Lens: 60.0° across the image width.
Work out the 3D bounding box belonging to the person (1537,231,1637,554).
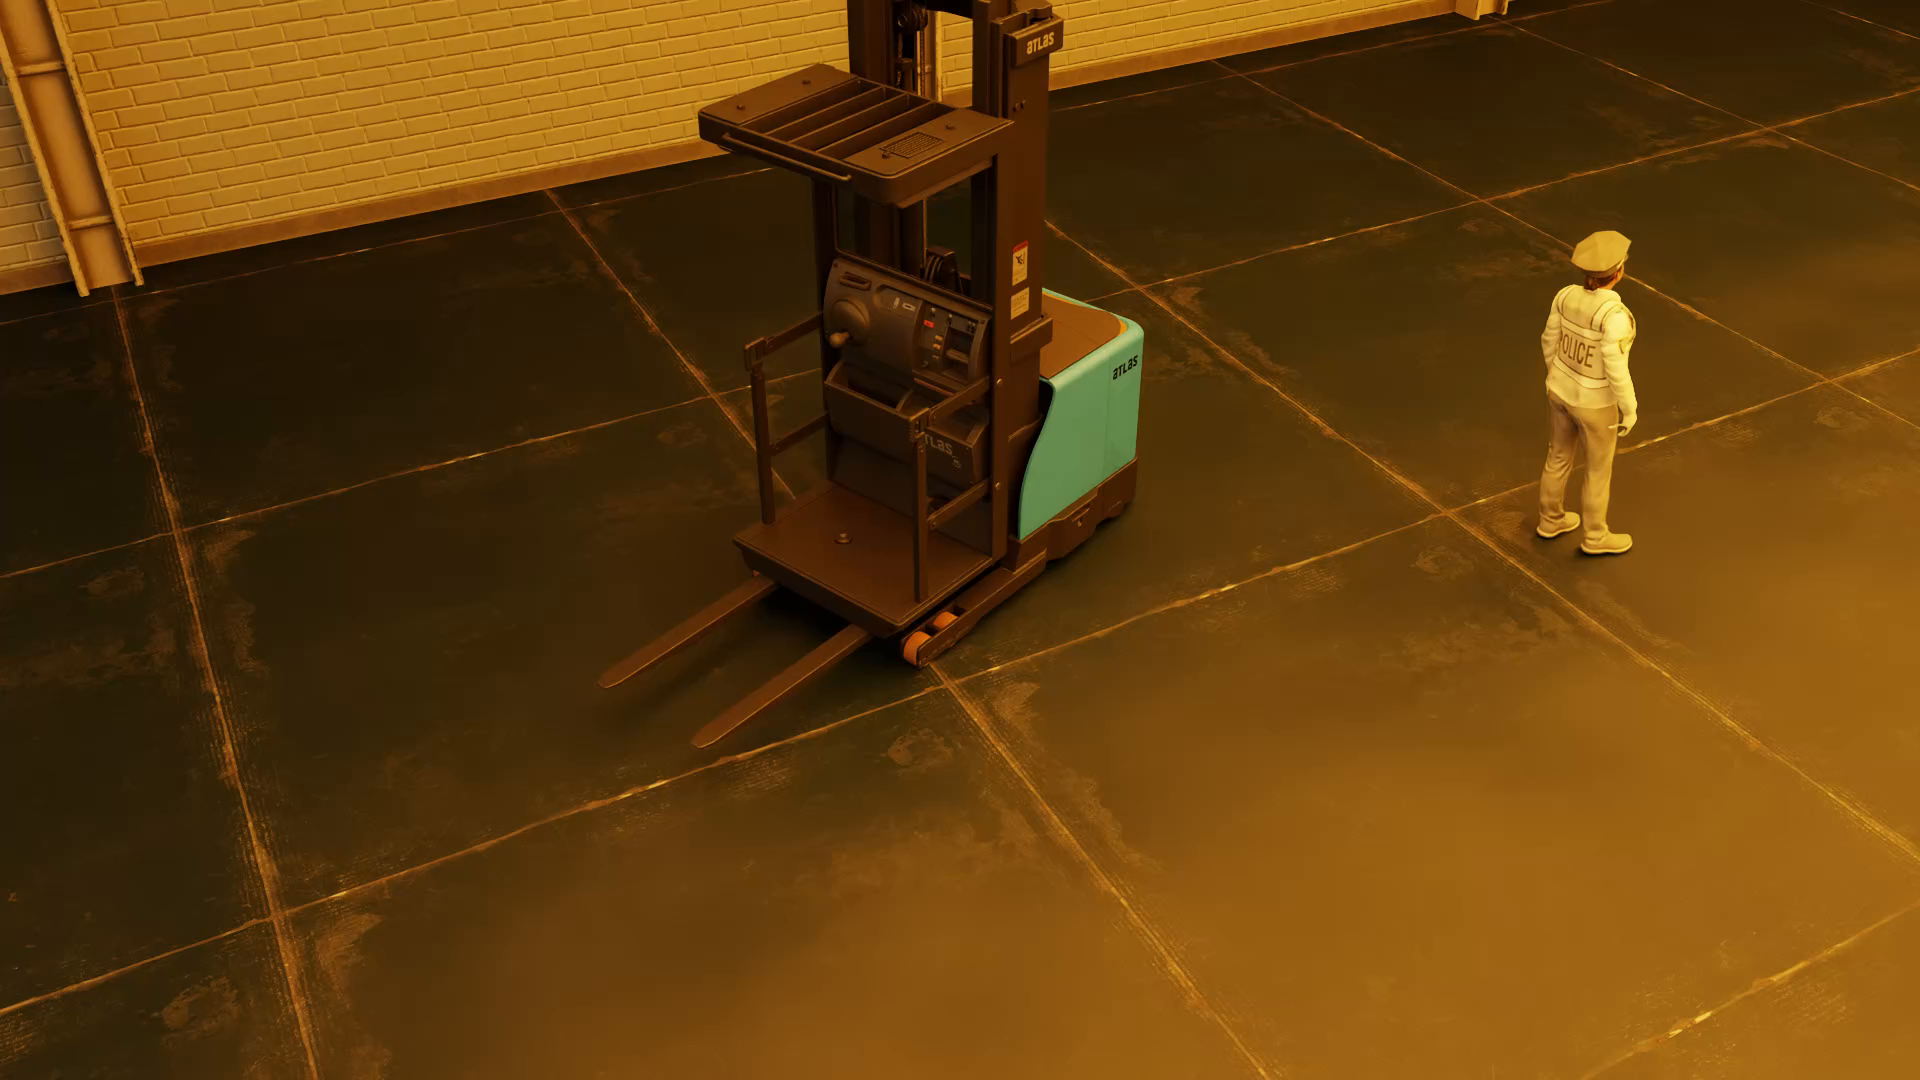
[{"bbox_3d":[3.134,-0.730,8.218,0.526,1.698,0.578,-16,38,-21],"label":"person"}]

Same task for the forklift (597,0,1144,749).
[{"bbox_3d":[-0.390,-0.927,7.434,1.130,2.935,3.031,26,43,31],"label":"forklift"}]
